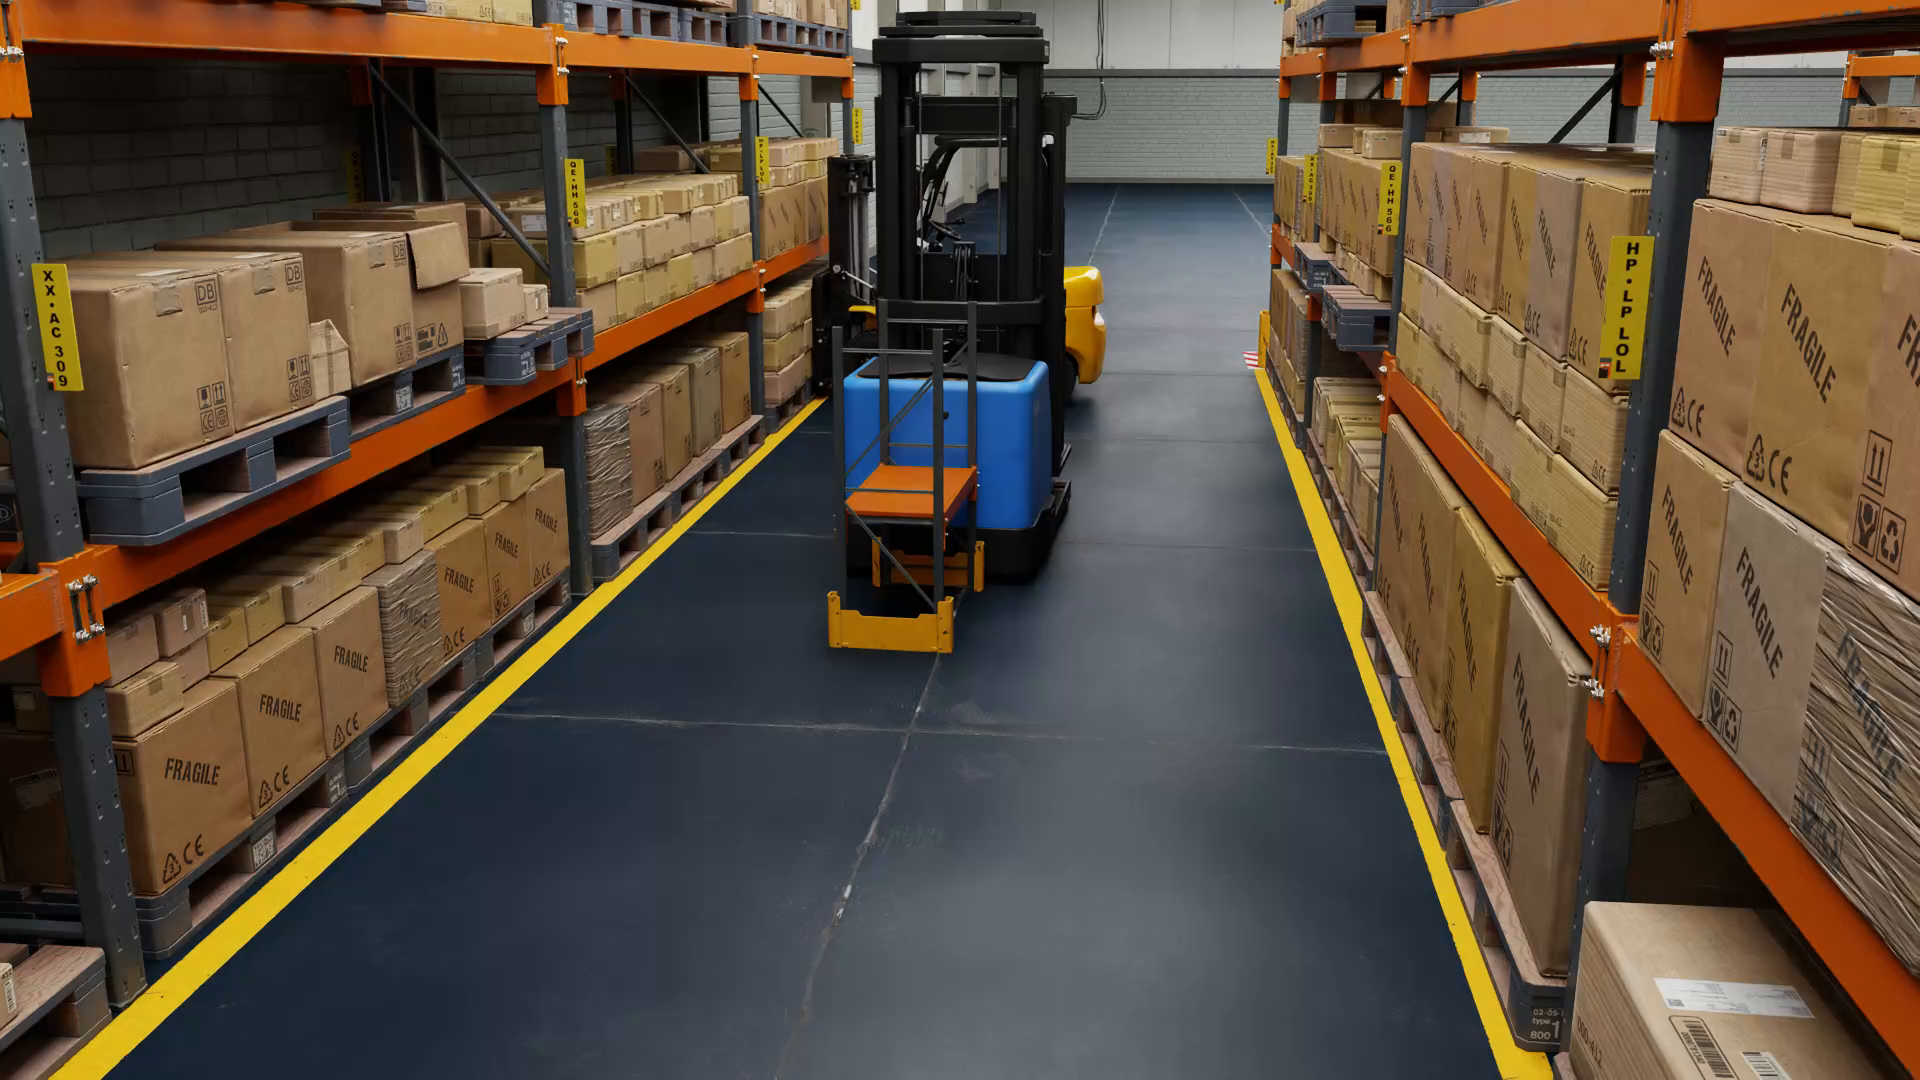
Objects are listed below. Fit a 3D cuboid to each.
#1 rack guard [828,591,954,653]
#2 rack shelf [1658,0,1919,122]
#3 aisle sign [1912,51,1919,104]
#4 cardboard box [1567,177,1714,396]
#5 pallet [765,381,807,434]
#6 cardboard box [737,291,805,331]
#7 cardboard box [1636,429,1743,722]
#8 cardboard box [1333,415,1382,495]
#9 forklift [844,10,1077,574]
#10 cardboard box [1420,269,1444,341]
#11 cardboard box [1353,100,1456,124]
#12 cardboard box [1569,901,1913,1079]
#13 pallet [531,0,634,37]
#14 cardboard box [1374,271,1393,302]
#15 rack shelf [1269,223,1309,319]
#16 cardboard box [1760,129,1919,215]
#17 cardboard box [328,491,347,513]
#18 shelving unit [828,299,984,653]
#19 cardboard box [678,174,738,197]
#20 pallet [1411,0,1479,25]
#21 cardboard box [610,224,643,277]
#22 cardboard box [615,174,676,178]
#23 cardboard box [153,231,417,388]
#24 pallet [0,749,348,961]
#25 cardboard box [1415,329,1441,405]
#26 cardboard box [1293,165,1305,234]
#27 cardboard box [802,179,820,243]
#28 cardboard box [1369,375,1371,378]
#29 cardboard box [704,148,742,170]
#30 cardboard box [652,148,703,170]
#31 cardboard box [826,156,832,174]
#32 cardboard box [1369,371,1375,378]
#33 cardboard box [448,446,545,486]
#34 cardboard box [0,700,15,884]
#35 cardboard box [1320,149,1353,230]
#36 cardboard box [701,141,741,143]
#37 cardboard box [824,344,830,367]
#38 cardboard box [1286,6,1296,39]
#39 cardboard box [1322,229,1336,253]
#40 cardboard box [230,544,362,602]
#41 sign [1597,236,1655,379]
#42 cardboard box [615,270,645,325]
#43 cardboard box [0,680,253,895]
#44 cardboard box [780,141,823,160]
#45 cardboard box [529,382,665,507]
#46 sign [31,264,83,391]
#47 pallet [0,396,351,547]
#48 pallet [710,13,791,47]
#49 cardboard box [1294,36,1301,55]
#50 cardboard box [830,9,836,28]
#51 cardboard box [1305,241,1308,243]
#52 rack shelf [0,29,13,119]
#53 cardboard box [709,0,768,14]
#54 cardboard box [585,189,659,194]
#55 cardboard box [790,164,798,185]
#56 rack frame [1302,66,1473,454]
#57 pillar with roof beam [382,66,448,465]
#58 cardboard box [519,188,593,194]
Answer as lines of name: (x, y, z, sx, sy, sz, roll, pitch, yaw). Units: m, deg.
rack guard: (-0.324, 0.383, 7.766, 0.587, 0.250, 0.087, 2, 15, 9)
rack shelf: (1.844, -0.578, 1.685, 1.077, 0.370, 4.000, 2, 15, 6)
aisle sign: (8.659, -4.253, 14.665, 0.394, 0.787, 0.004, 2, 15, 6)
cardboard box: (1.870, -0.650, 4.214, 0.500, 0.500, 0.500, 2, 15, 8)
pallet: (-1.829, -1.075, 13.234, 1.003, 0.211, 1.213, 2, 15, 6)
cardboard box: (-1.526, -1.823, 13.205, 0.500, 0.250, 0.500, 2, 15, 6)
cardboard box: (1.756, 0.070, 3.467, 0.500, 0.500, 0.500, 2, 15, 8)
cardboard box: (2.761, -0.502, 10.003, 0.950, 0.372, 0.625, 2, 15, 8)
forklift: (0.098, -1.576, 9.876, 1.130, 2.935, 3.031, 2, 15, 9)
cardboard box: (2.159, -0.944, 6.738, 0.500, 0.250, 0.500, 2, 15, 8)
cardboard box: (3.400, -3.115, 12.757, 0.700, 0.500, 0.500, 1, 15, 5)
cardboard box: (1.892, 1.198, 3.591, 0.875, 0.438, 0.875, 1, 15, 5)
pallet: (-2.424, -2.714, 8.569, 1.213, 0.211, 1.003, 2, 15, 9)
cardboard box: (2.282, -1.279, 8.321, 0.380, 0.149, 0.250, 2, 15, 7)
rack shelf: (3.198, -2.243, 13.587, 1.077, 0.370, 4.000, 2, 15, 6)
cardboard box: (1.763, -0.699, 3.151, 0.380, 0.149, 0.250, 2, 15, 7)
cardboard box: (-2.908, -0.159, 7.246, 0.380, 0.149, 0.250, 1, 15, 4)
shelving unit: (-0.245, -0.349, 8.078, 0.587, 1.500, 1.083, 2, 15, 9)
cardboard box: (-1.778, -2.483, 11.662, 0.380, 0.149, 0.250, 2, 15, 8)
pallet: (2.501, -2.222, 6.748, 1.213, 0.211, 1.003, 2, 15, 9)
cardboard box: (-2.061, -1.586, 9.109, 0.500, 0.250, 0.500, 2, 15, 8)
cardboard box: (-2.213, -2.493, 11.700, 0.380, 0.149, 0.250, 1, 15, 5)
cardboard box: (-2.439, -0.849, 6.060, 0.700, 0.500, 0.500, 2, 15, 6)
pallet: (-2.809, 0.993, 5.587, 1.003, 0.211, 1.213, 2, 15, 6)
cardboard box: (2.175, -0.708, 6.821, 0.500, 0.250, 0.500, 1, 15, 5)
cardboard box: (2.880, -2.654, 12.969, 0.500, 0.500, 0.500, 2, 15, 8)
cardboard box: (-1.475, -2.769, 13.963, 0.500, 0.500, 0.500, 2, 15, 7)
cardboard box: (3.307, -1.092, 12.415, 0.500, 0.250, 0.500, 1, 15, 4)
cardboard box: (-1.707, -2.866, 12.511, 0.380, 0.149, 0.250, 2, 15, 7)
cardboard box: (-2.155, -2.877, 12.551, 0.380, 0.149, 0.250, 1, 15, 5)
cardboard box: (-1.359, -3.384, 14.997, 0.380, 0.149, 0.250, 2, 15, 7)
cardboard box: (3.307, -1.454, 12.317, 0.500, 0.500, 0.500, 2, 15, 9)
cardboard box: (-2.216, -0.352, 7.961, 0.380, 0.149, 0.250, 1, 15, 4)
cardboard box: (-3.102, 0.726, 5.213, 0.500, 0.500, 0.500, 2, 15, 6)
cardboard box: (2.578, -2.223, 10.569, 0.500, 0.500, 0.500, 2, 15, 6)
cardboard box: (-2.013, -3.344, 14.279, 0.380, 0.149, 0.250, 1, 15, 5)
cardboard box: (-1.415, -1.604, 14.312, 0.500, 0.250, 0.500, 2, 15, 8)
cardboard box: (3.035, -4.375, 14.065, 0.500, 0.250, 0.500, 1, 15, 5)
cardboard box: (2.559, -1.954, 10.818, 0.380, 0.149, 0.250, 2, 15, 7)
cardboard box: (-2.473, 0.124, 6.200, 0.380, 0.149, 0.250, 2, 15, 8)
sign: (1.529, -0.530, 3.810, 0.100, 0.325, 0.005, 2, 15, 6)
cardboard box: (-2.057, -1.345, 9.176, 0.500, 0.250, 0.500, 1, 15, 5)
cardboard box: (-2.585, 0.744, 5.149, 0.500, 0.500, 0.500, 2, 15, 9)
cardboard box: (-1.384, -3.326, 14.210, 0.380, 0.149, 0.250, 2, 15, 7)
cardboard box: (-2.262, -0.566, 9.755, 0.875, 0.625, 0.625, 2, 15, 8)
sign: (-2.323, -0.545, 4.274, 0.100, 0.325, 0.005, 2, 15, 6)
pallet: (-2.664, -0.253, 5.218, 1.003, 0.211, 1.213, 2, 15, 6)
pallet: (-1.890, -3.844, 12.553, 1.003, 0.211, 1.213, 2, 15, 6)
cardboard box: (2.921, -4.024, 13.530, 0.380, 0.149, 0.250, 2, 15, 7)
cardboard box: (-1.301, -4.608, 14.694, 0.380, 0.149, 0.250, 1, 15, 5)
cardboard box: (2.727, -2.107, 12.189, 0.380, 0.149, 0.250, 2, 15, 8)
rack shelf: (-3.089, -0.723, 2.223, 1.077, 0.370, 4.000, 2, 15, 6)
cardboard box: (-1.608, -3.901, 12.083, 0.380, 0.149, 0.250, 2, 15, 7)
cardboard box: (-2.015, -2.020, 9.950, 0.380, 0.149, 0.250, 2, 15, 6)
cardboard box: (-1.501, -2.918, 13.273, 0.380, 0.149, 0.250, 2, 15, 6)
rack frame: (2.972, -2.071, 11.575, 1.000, 3.000, 0.127, 2, 15, 6)
pillar with roof beam: (1.117, -4.313, 8.372, 9.100, 9.000, 0.400, 2, 15, 6)
cardboard box: (-2.422, -2.029, 9.986, 0.380, 0.149, 0.250, 2, 15, 8)
